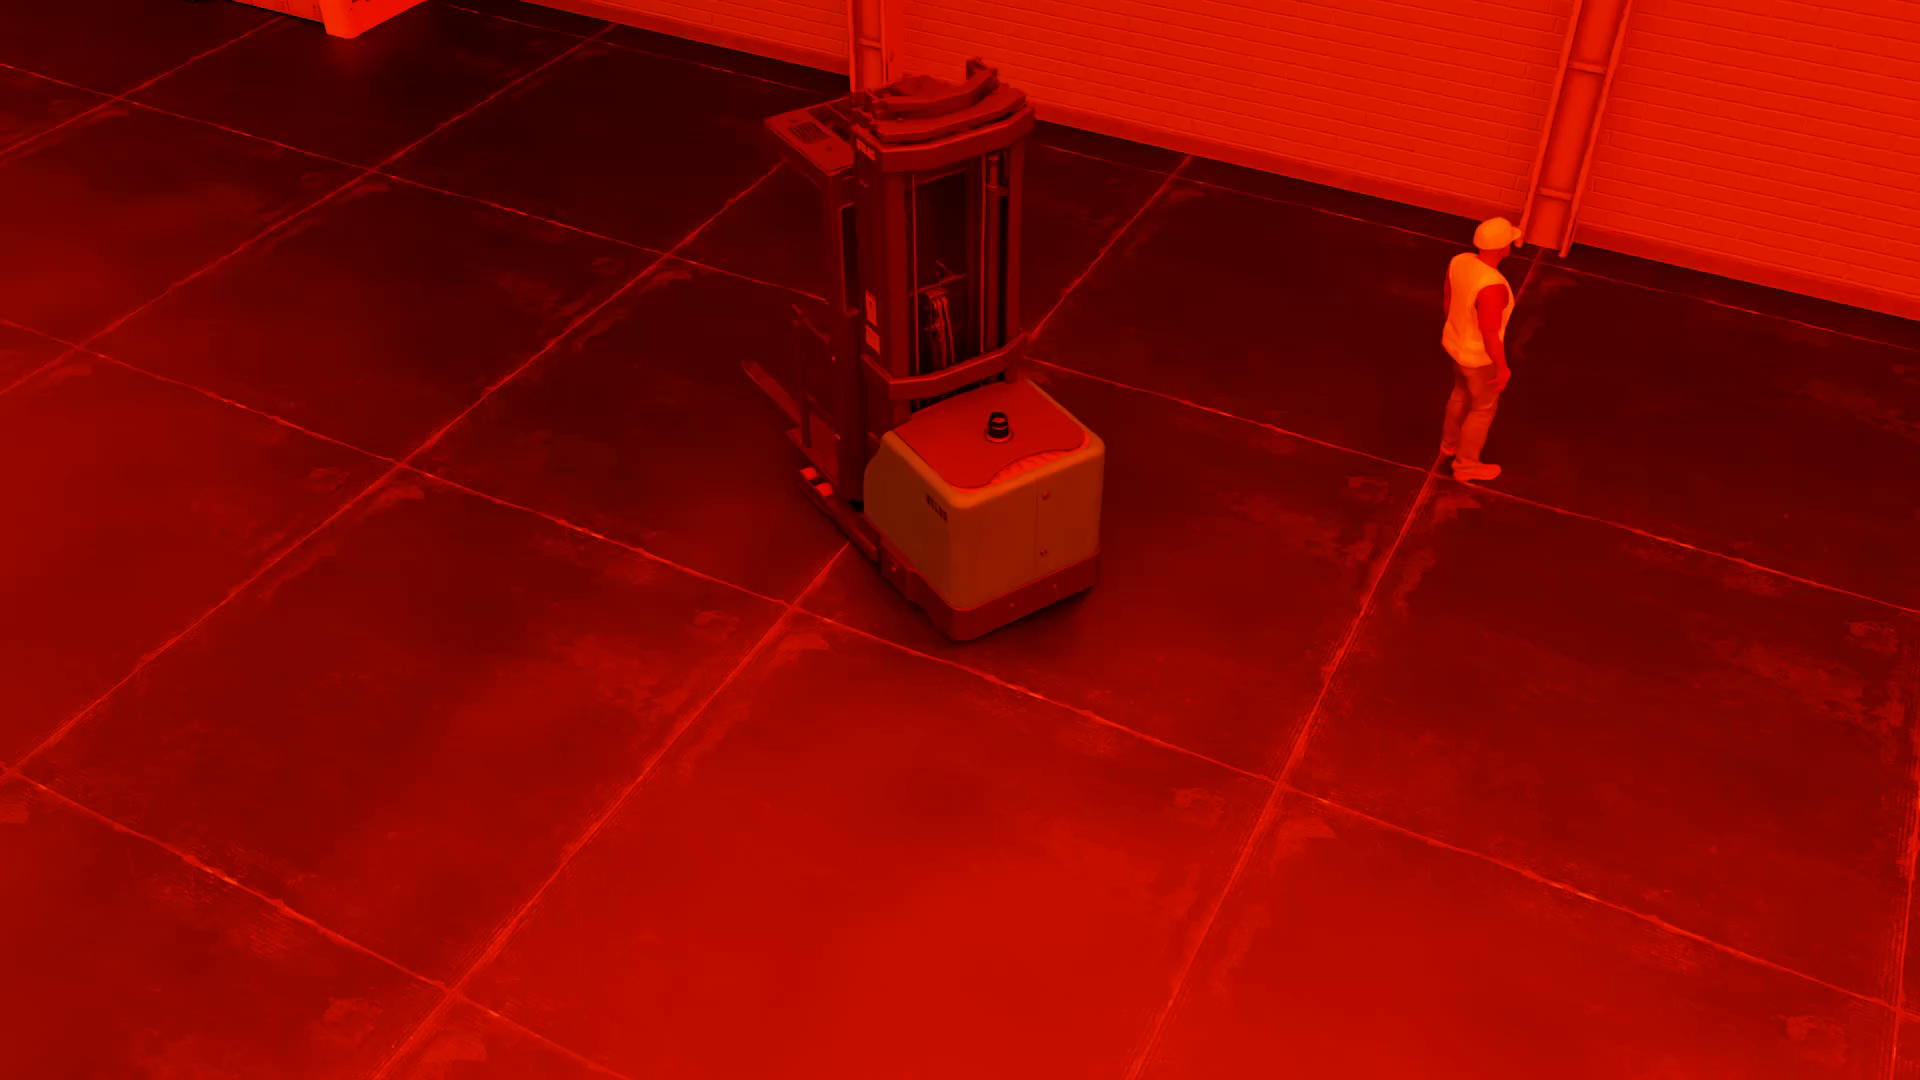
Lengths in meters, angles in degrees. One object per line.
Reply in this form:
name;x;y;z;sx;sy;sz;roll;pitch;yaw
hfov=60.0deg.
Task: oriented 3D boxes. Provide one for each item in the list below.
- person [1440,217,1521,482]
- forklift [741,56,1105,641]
person;3.237;-1.189;10.315;0.497;1.780;0.660;-8;41;-9
forklift;-0.396;-1.465;9.726;1.130;2.935;3.031;-23;45;-25
